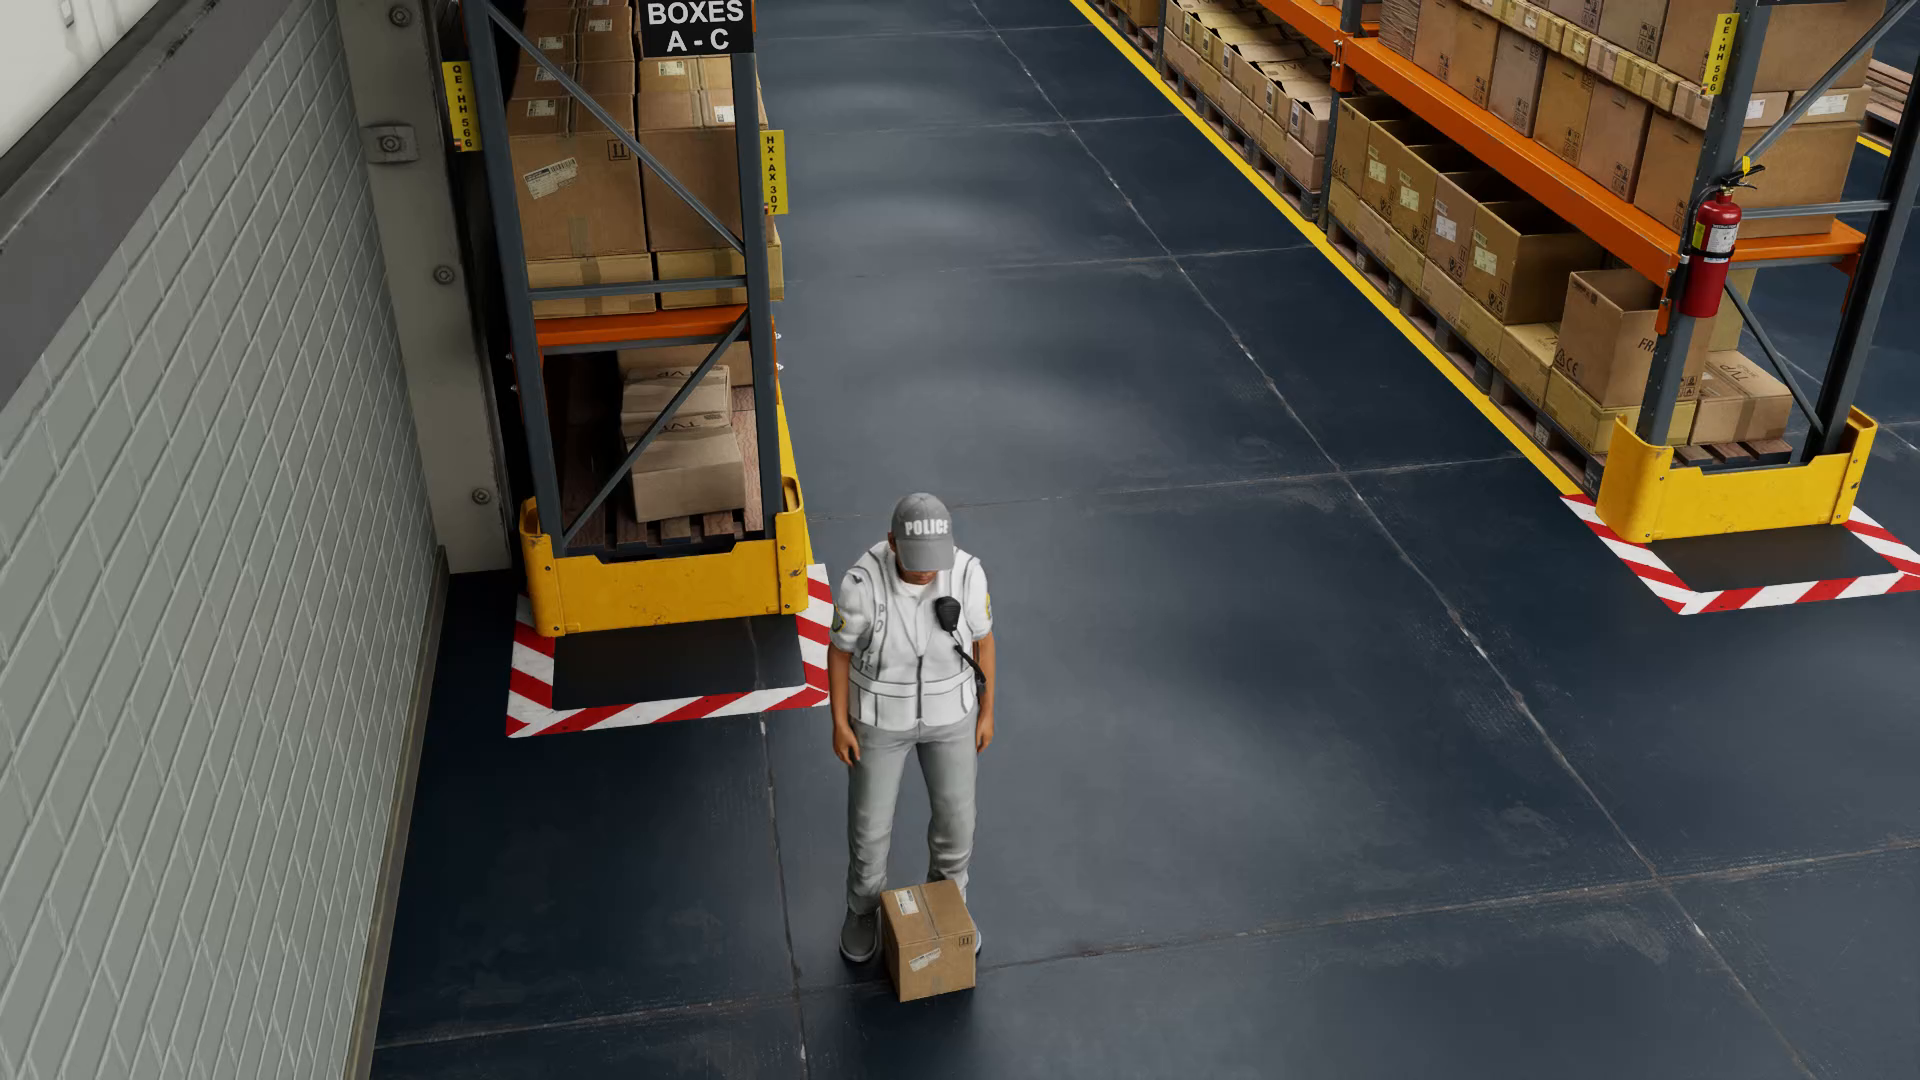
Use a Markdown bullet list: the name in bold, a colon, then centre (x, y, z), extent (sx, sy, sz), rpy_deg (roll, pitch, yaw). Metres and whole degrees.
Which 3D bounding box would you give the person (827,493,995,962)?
- **person**: centre (-0.147, 0.567, 5.178), extent (0.537, 1.665, 0.470), rpy_deg (-5, 31, -9)
